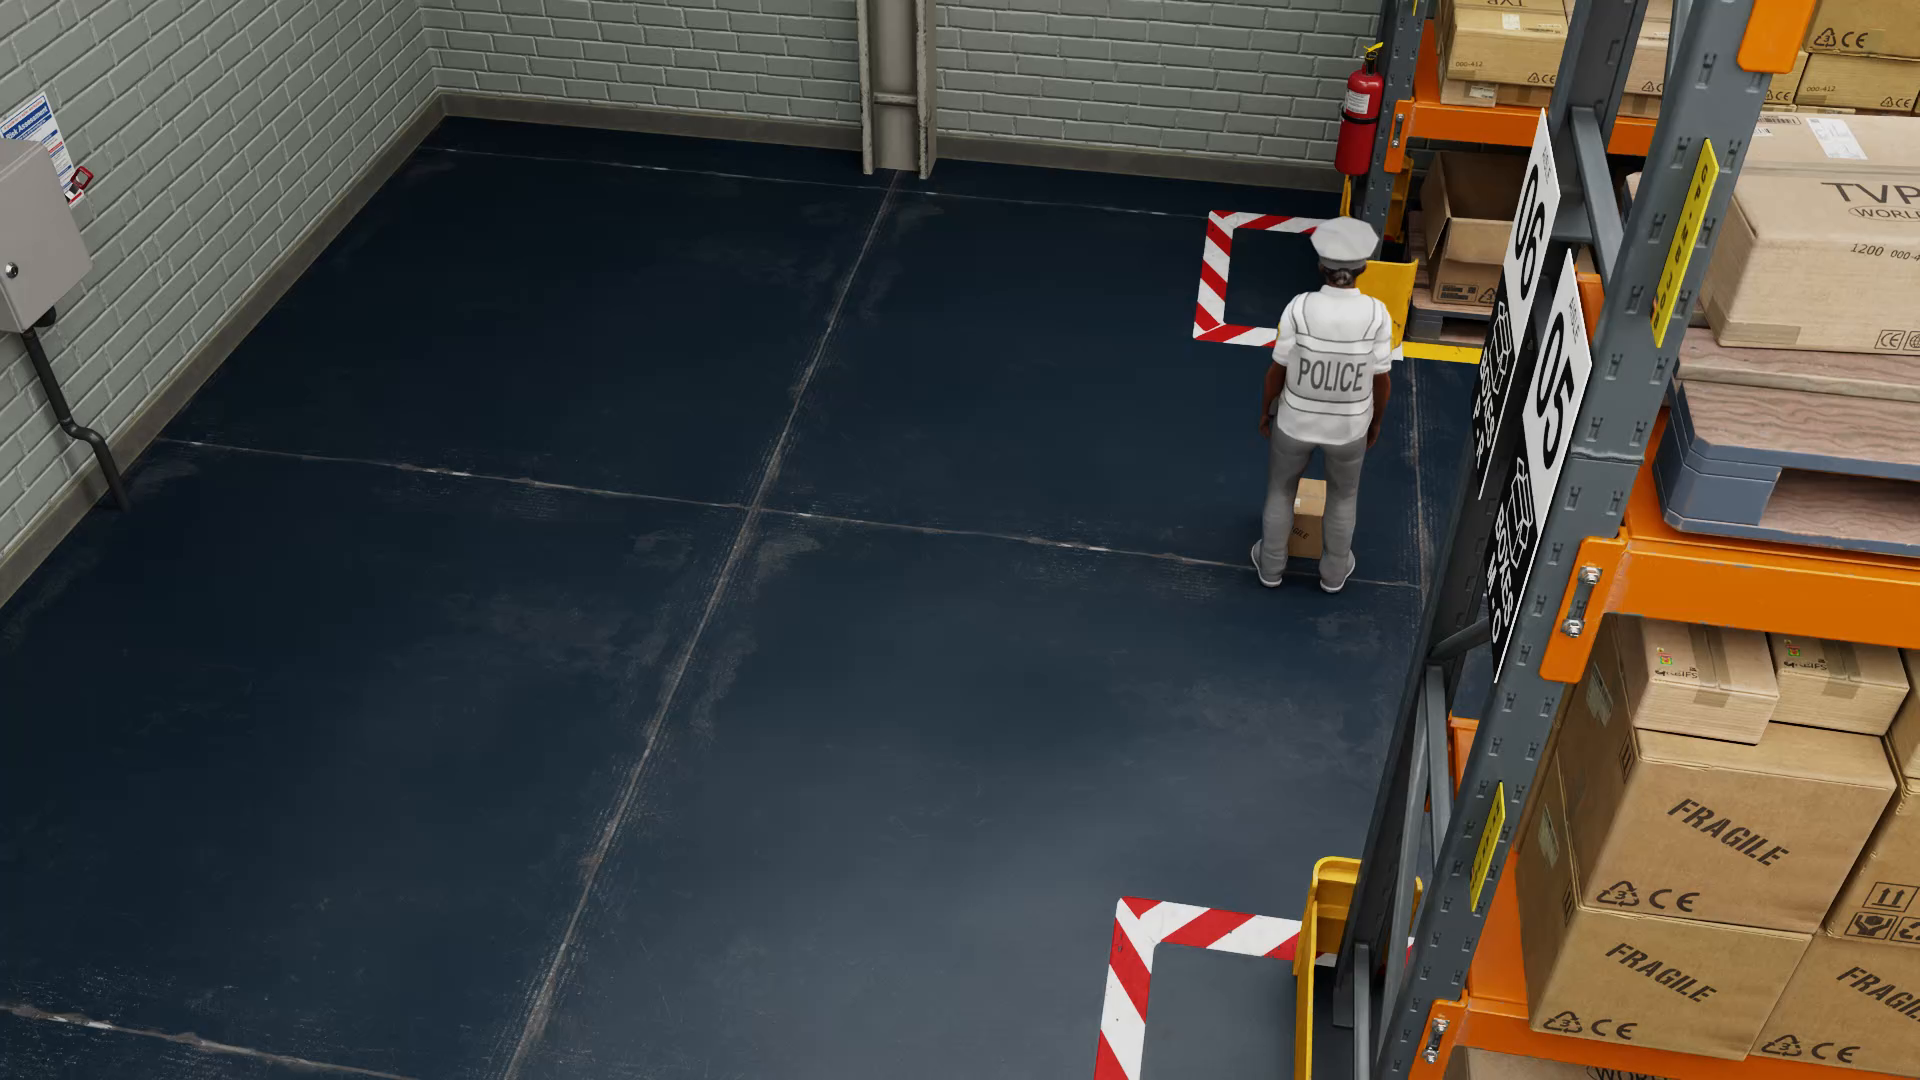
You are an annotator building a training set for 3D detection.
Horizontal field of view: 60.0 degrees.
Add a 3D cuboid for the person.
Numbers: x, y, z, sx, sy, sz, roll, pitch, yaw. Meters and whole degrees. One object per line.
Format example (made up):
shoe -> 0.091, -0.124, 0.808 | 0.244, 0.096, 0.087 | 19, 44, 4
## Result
person -> 1.464, -0.484, 6.719 | 0.508, 1.659, 0.395 | 7, 41, 8
